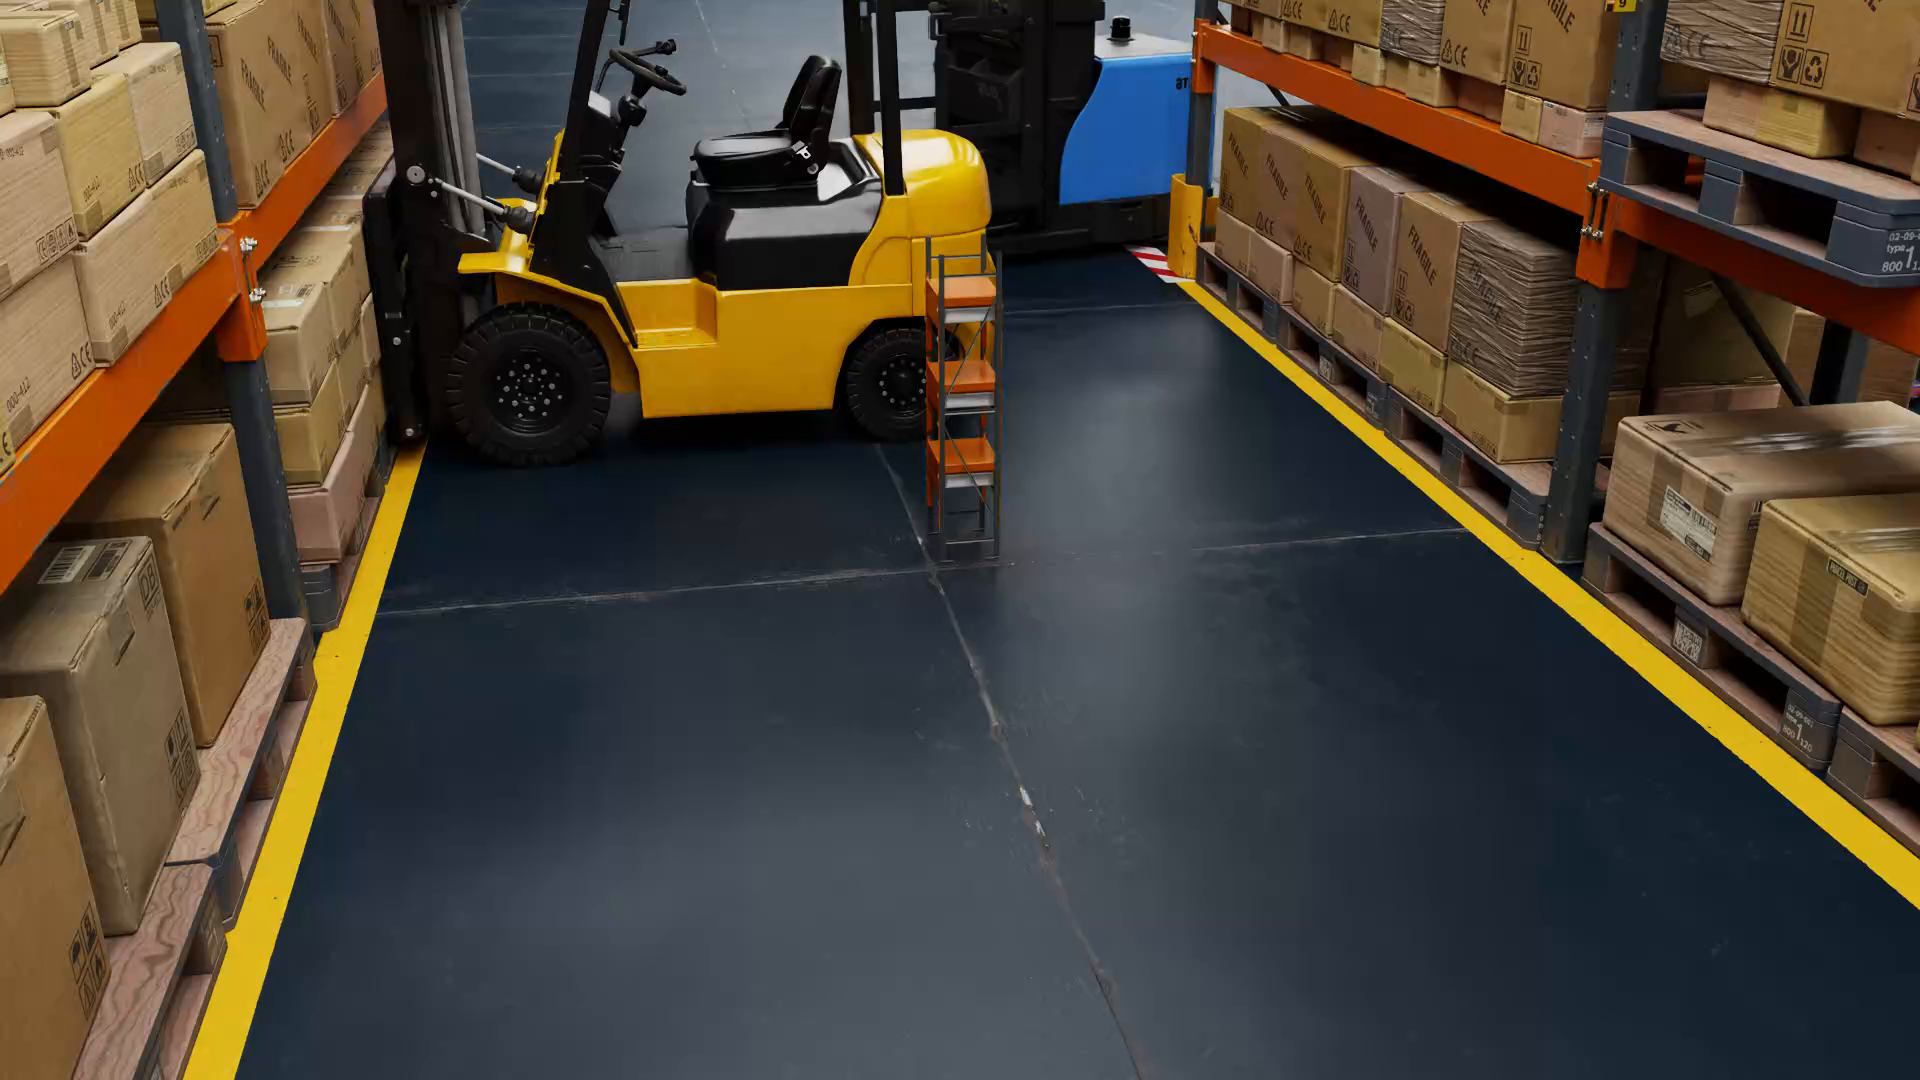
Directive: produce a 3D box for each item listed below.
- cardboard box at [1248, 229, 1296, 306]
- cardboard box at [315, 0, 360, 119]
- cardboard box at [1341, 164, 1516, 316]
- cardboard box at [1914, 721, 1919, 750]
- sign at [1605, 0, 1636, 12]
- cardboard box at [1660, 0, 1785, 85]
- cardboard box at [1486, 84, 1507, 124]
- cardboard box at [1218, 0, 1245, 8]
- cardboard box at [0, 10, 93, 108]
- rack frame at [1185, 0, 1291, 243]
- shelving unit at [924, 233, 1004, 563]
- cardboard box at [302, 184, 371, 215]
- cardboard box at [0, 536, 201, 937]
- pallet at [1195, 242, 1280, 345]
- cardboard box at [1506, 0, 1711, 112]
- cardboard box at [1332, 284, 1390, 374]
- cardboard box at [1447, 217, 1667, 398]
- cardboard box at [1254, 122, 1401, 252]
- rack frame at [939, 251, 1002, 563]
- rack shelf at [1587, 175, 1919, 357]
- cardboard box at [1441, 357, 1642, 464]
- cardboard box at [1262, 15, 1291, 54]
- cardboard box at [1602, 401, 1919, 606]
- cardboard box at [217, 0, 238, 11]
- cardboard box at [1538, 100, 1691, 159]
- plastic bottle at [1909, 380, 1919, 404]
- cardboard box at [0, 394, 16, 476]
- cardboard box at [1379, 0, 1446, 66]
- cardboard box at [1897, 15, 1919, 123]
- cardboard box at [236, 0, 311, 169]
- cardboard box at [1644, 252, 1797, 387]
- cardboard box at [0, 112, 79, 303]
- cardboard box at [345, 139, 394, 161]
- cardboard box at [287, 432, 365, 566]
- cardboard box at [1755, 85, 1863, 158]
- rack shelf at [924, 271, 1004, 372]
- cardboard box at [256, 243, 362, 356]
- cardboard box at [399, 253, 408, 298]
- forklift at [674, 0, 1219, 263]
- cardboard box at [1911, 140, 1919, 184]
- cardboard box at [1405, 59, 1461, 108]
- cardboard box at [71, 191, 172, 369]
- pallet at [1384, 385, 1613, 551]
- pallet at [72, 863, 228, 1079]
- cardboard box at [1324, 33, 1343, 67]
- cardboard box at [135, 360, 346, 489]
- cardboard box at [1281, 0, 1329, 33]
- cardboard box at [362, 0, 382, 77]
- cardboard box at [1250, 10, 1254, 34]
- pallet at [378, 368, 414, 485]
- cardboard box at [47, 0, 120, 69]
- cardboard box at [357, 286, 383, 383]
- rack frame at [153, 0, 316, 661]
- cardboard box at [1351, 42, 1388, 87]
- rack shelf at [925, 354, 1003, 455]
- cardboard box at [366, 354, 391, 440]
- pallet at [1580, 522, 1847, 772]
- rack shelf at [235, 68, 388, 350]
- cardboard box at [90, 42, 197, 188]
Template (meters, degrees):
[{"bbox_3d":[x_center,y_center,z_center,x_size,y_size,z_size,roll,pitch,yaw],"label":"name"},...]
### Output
[{"bbox_3d":[1.694,-1.312,7.916,0.500,0.250,0.500,-3,24,-8],"label":"cardboard box"},{"bbox_3d":[-2.513,-1.818,6.040,0.500,0.500,0.500,-4,24,-9],"label":"cardboard box"},{"bbox_3d":[1.905,-1.234,6.802,0.500,0.500,0.500,-3,24,-7],"label":"cardboard box"},{"bbox_3d":[2.836,0.429,3.779,0.950,0.372,0.625,-4,24,-8],"label":"cardboard box"},{"bbox_3d":[1.938,-1.699,4.810,0.100,0.325,0.005,-4,24,-10],"label":"sign"},{"bbox_3d":[2.274,-1.514,4.447,0.500,0.500,0.500,-4,24,-8],"label":"cardboard box"},{"bbox_3d":[2.086,-1.540,5.842,0.380,0.149,0.250,-4,24,-9],"label":"cardboard box"},{"bbox_3d":[1.545,-2.894,8.131,0.500,0.500,0.500,-5,24,-11],"label":"cardboard box"},{"bbox_3d":[-1.888,-0.907,3.144,0.380,0.149,0.250,-5,24,-11],"label":"cardboard box"},{"bbox_3d":[1.730,-2.918,8.684,1.000,3.000,0.127,-4,24,-10],"label":"rack frame"},{"bbox_3d":[0.010,-0.460,5.492,0.215,1.050,0.252,-4,24,-10],"label":"shelving unit"},{"bbox_3d":[-2.466,-1.184,6.375,0.500,0.250,0.500,-5,24,-11],"label":"cardboard box"},{"bbox_3d":[-2.164,0.430,3.460,0.875,0.625,0.625,-5,24,-10],"label":"cardboard box"},{"bbox_3d":[1.859,-1.288,8.436,1.003,0.211,1.213,-4,24,-10],"label":"pallet"},{"bbox_3d":[2.143,-1.683,5.360,0.500,0.500,0.500,-5,24,-11],"label":"cardboard box"},{"bbox_3d":[1.898,-0.899,6.972,0.500,0.250,0.500,-4,24,-9],"label":"cardboard box"},{"bbox_3d":[2.096,-0.834,5.885,0.500,0.500,0.500,-5,24,-10],"label":"cardboard box"},{"bbox_3d":[1.713,-1.642,7.736,0.500,0.500,0.500,-5,24,-12],"label":"cardboard box"},{"bbox_3d":[0.032,-0.412,5.382,0.200,1.050,0.008,-4,24,-10],"label":"rack frame"},{"bbox_3d":[2.839,-0.229,3.425,1.077,0.370,4.000,-4,24,-10],"label":"rack shelf"},{"bbox_3d":[2.096,-0.490,6.035,0.500,0.250,0.500,-3,24,-7],"label":"cardboard box"},{"bbox_3d":[1.621,-2.342,7.680,0.380,0.149,0.250,-4,24,-9],"label":"cardboard box"},{"bbox_3d":[2.569,-0.127,5.052,0.950,0.372,0.625,-4,24,-9],"label":"cardboard box"},{"bbox_3d":[-2.258,-1.566,4.652,0.380,0.149,0.250,-4,24,-9],"label":"cardboard box"},{"bbox_3d":[2.111,-1.334,5.370,0.380,0.149,0.250,-5,24,-10],"label":"cardboard box"},{"bbox_3d":[4.074,-0.645,7.150,0.133,0.061,0.283,0,24,-1],"label":"plastic bottle"},{"bbox_3d":[-1.794,-0.131,2.490,0.500,0.250,0.500,-4,24,-8],"label":"cardboard box"},{"bbox_3d":[1.941,-2.089,6.289,0.500,0.500,0.500,-4,24,-8],"label":"cardboard box"},{"bbox_3d":[2.446,-1.121,3.549,0.500,0.500,0.500,-4,24,-10],"label":"cardboard box"},{"bbox_3d":[-2.346,-1.419,5.127,0.500,0.500,0.500,-4,24,-9],"label":"cardboard box"},{"bbox_3d":[2.626,-0.873,5.975,0.500,0.500,0.500,-3,24,-7],"label":"cardboard box"},{"bbox_3d":[-1.875,-0.559,2.845,0.500,0.250,0.500,-4,24,-9],"label":"cardboard box"},{"bbox_3d":[-2.656,-1.582,7.285,0.500,0.250,0.500,-4,24,-9],"label":"cardboard box"},{"bbox_3d":[-2.172,-0.123,5.195,0.500,0.250,0.500,-4,24,-9],"label":"cardboard box"},{"bbox_3d":[2.299,-1.083,4.270,0.380,0.149,0.250,-4,24,-9],"label":"cardboard box"},{"bbox_3d":[0.010,-0.710,5.382,0.215,0.259,0.240,-4,24,-10],"label":"rack shelf"},{"bbox_3d":[-2.273,-0.782,5.455,0.500,0.250,0.500,-4,24,-10],"label":"cardboard box"},{"bbox_3d":[-2.552,-1.143,6.906,0.500,0.250,0.500,-5,24,-11],"label":"cardboard box"},{"bbox_3d":[-0.075,-3.027,9.018,3.031,2.935,1.130,-11,26,-24],"label":"forklift"},{"bbox_3d":[2.433,-0.873,3.789,0.380,0.149,0.250,-4,24,-9],"label":"cardboard box"},{"bbox_3d":[1.920,-1.733,6.284,0.380,0.149,0.250,-5,24,-11],"label":"cardboard box"},{"bbox_3d":[-1.959,-0.531,3.406,0.500,0.250,0.500,-4,24,-10],"label":"cardboard box"},{"bbox_3d":[2.311,-0.329,6.239,1.003,0.211,1.213,-4,24,-10],"label":"pallet"},{"bbox_3d":[-2.004,1.069,3.037,1.003,0.211,1.213,-4,24,-10],"label":"pallet"},{"bbox_3d":[1.810,-2.144,7.224,0.380,0.149,0.250,-3,24,-8],"label":"cardboard box"},{"bbox_3d":[-2.194,-0.351,5.091,0.500,0.250,0.500,-4,24,-10],"label":"cardboard box"},{"bbox_3d":[1.739,-2.490,7.206,0.500,0.500,0.500,-5,24,-11],"label":"cardboard box"},{"bbox_3d":[-2.712,-2.216,6.952,0.500,0.500,0.500,-4,24,-8],"label":"cardboard box"},{"bbox_3d":[1.650,-2.556,8.168,0.380,0.149,0.250,-4,24,-9],"label":"cardboard box"},{"bbox_3d":[-2.743,-0.495,6.620,1.003,0.211,1.213,-4,24,-10],"label":"pallet"},{"bbox_3d":[-2.061,-1.101,3.588,0.380,0.149,0.250,-5,24,-11],"label":"cardboard box"},{"bbox_3d":[-2.371,-0.747,5.999,0.500,0.250,0.500,-5,24,-10],"label":"cardboard box"},{"bbox_3d":[-2.408,-0.976,4.237,1.000,3.000,0.127,-4,24,-10],"label":"rack frame"},{"bbox_3d":[1.818,-1.934,6.745,0.380,0.149,0.250,-4,24,-9],"label":"cardboard box"},{"bbox_3d":[0.010,-0.450,5.496,0.215,0.259,0.240,-4,24,-10],"label":"rack shelf"},{"bbox_3d":[-2.391,-0.523,6.110,0.500,0.250,0.500,-4,24,-9],"label":"cardboard box"},{"bbox_3d":[2.615,0.239,4.939,1.003,0.211,1.213,-4,24,-10],"label":"pallet"},{"bbox_3d":[-2.778,-1.433,6.182,1.077,0.370,4.000,-4,24,-10],"label":"rack shelf"},{"bbox_3d":[-2.066,-0.962,3.768,0.500,0.250,0.500,-5,24,-11],"label":"cardboard box"}]
